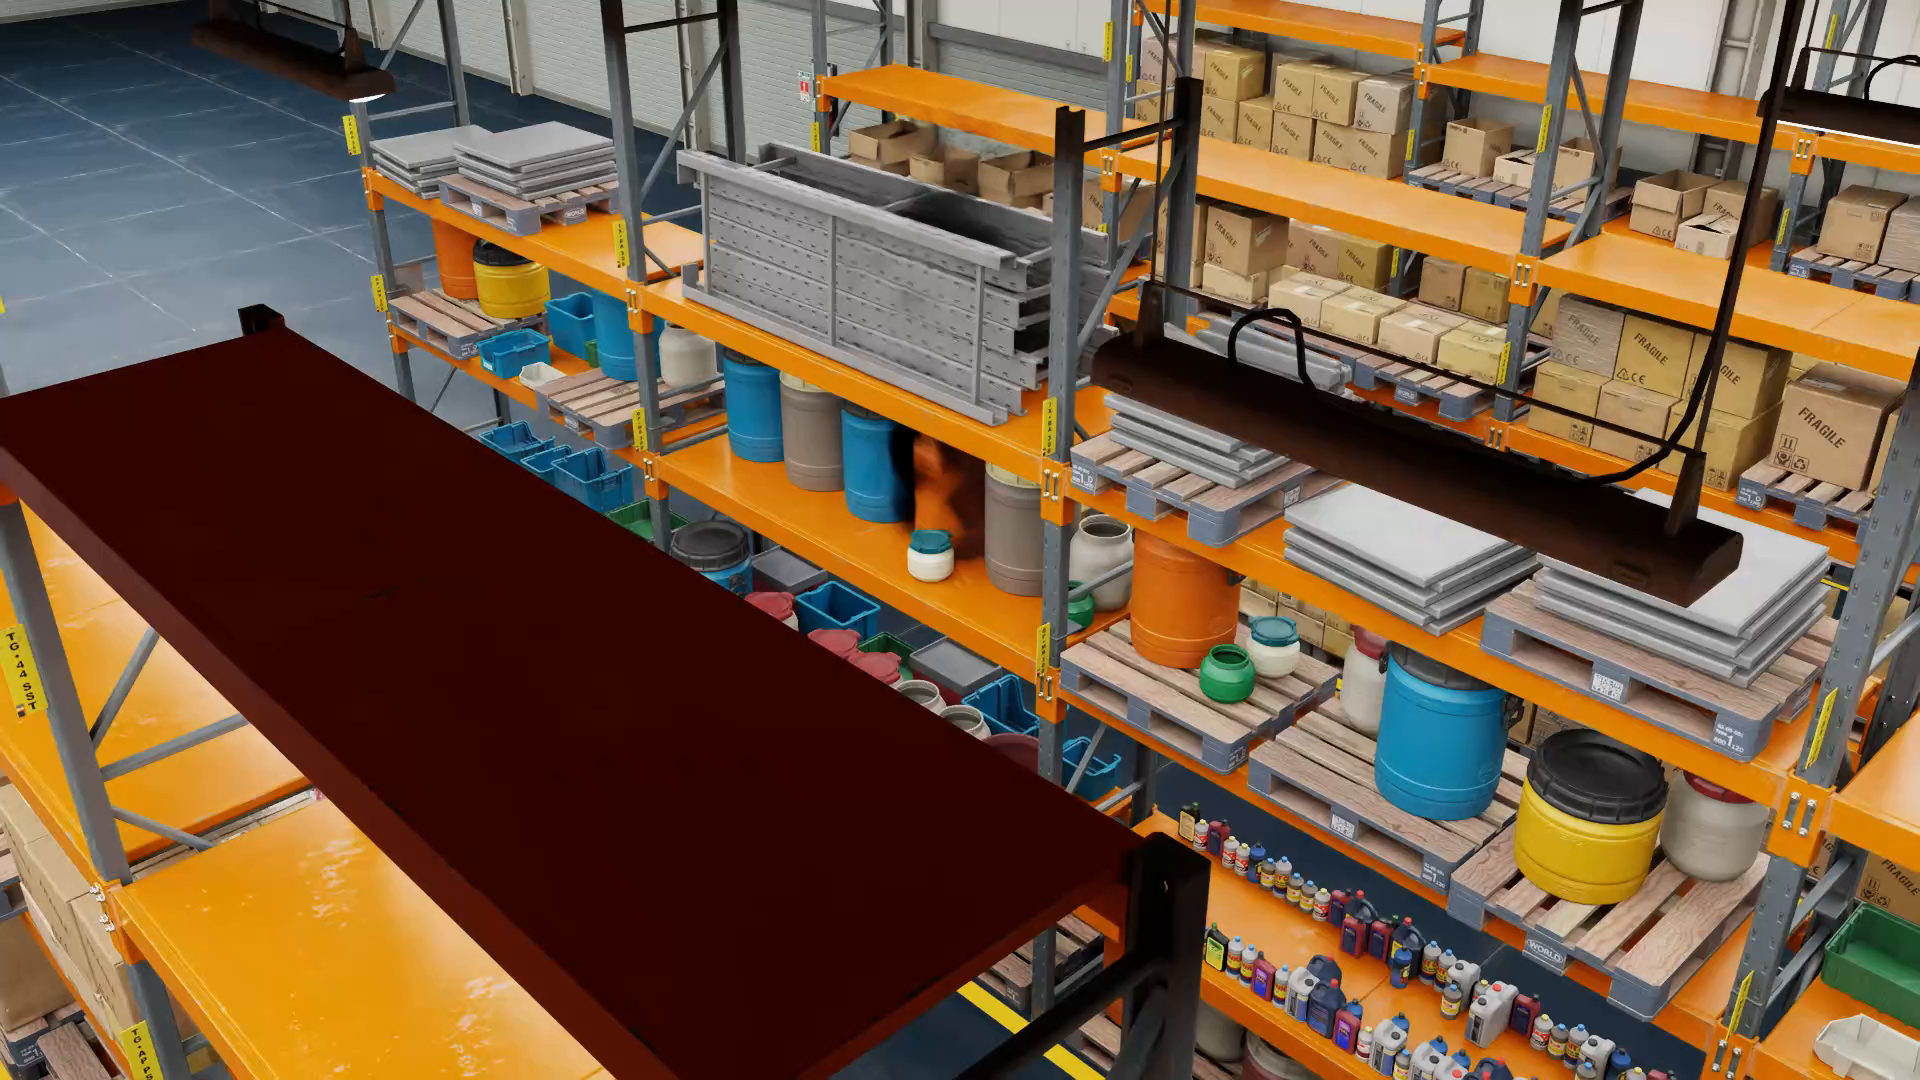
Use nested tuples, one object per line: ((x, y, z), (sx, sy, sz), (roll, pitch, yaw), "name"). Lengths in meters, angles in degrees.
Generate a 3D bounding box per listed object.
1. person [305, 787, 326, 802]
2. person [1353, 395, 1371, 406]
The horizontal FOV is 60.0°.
((-4.029, 1.951, 10.758), (0.567, 1.751, 0.652), (23, 36, 36), "person")
((3.840, -1.092, 17.065), (0.926, 1.689, 0.572), (21, 35, 34), "person")
